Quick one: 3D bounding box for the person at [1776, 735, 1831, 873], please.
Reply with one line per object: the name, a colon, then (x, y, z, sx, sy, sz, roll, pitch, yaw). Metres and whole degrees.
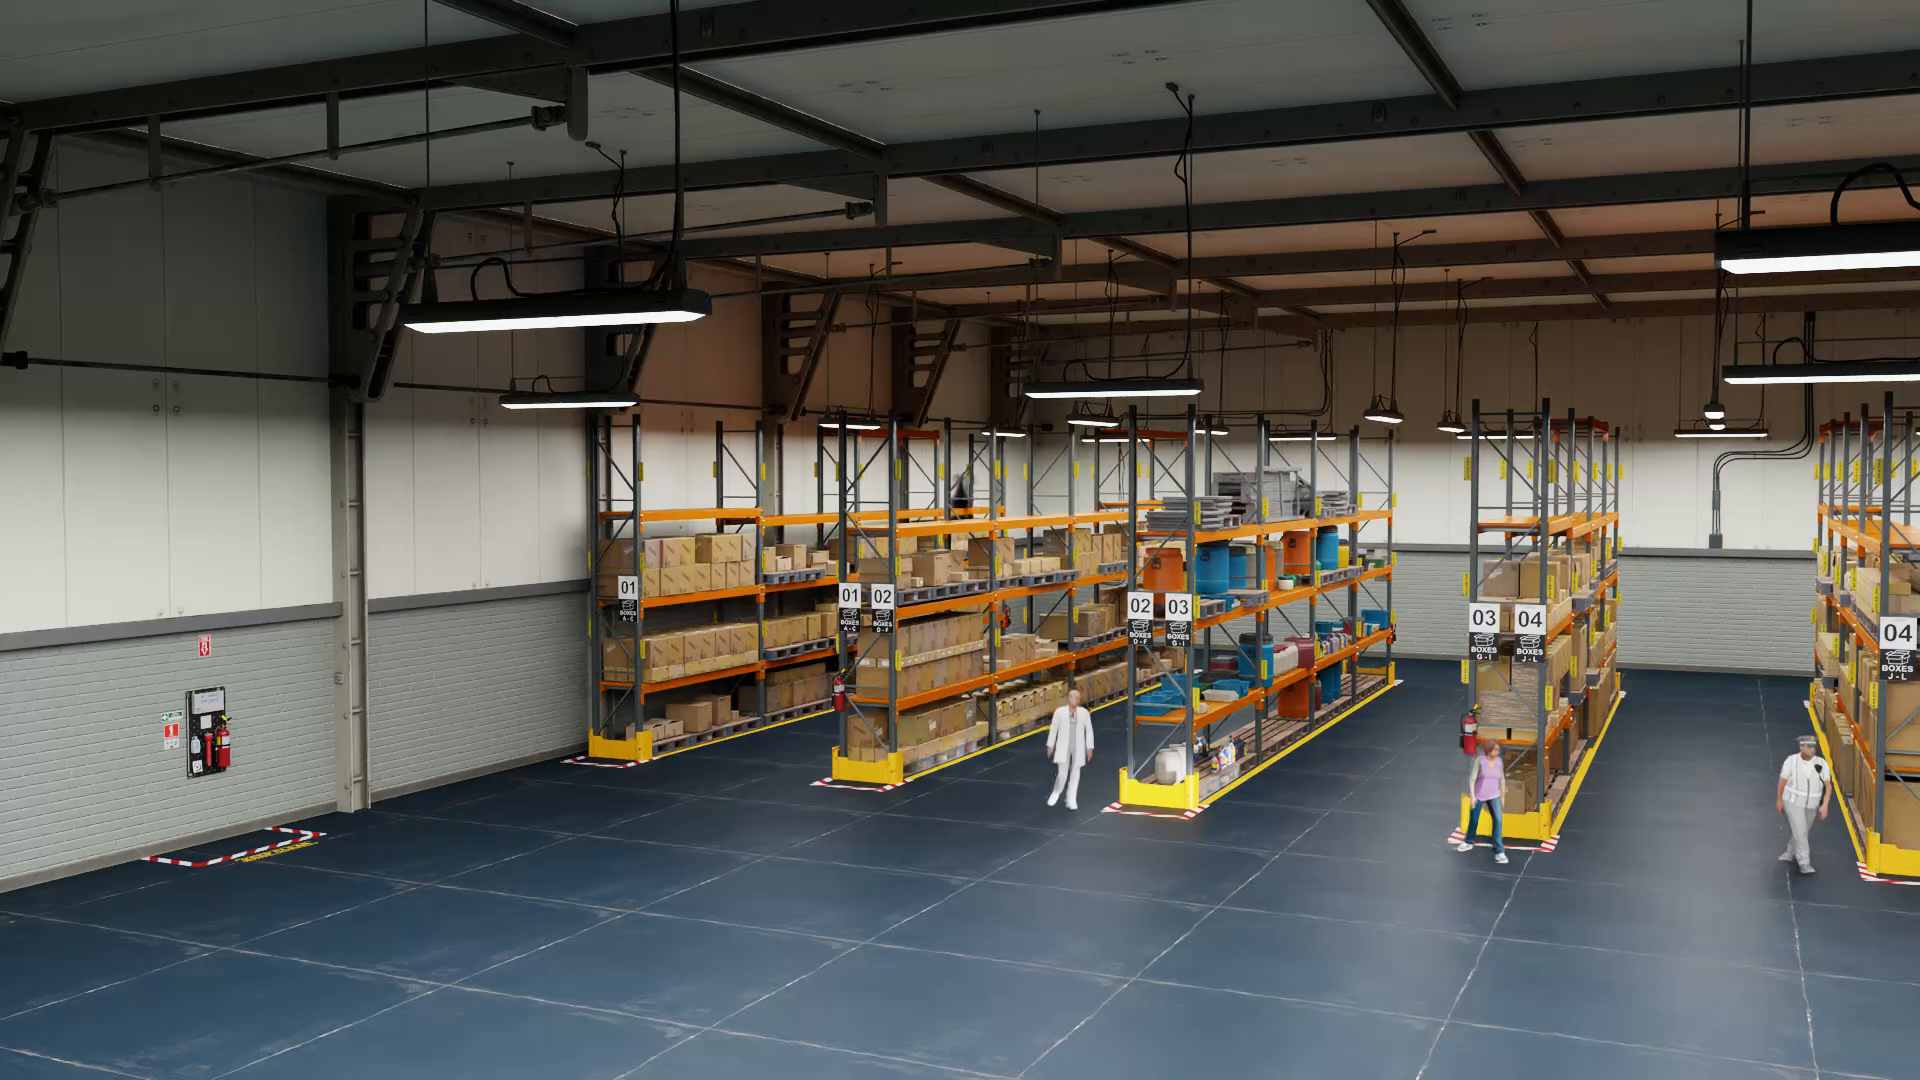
person: (10.574, 3.274, 20.820, 0.543, 1.704, 0.993, 0, 2, 6)

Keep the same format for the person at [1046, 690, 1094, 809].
person: (1.628, 3.072, 24.587, 0.666, 1.729, 0.568, 0, 2, -8)

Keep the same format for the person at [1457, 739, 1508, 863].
person: (6.796, 3.337, 21.510, 0.552, 1.546, 0.832, 0, 2, -1)
